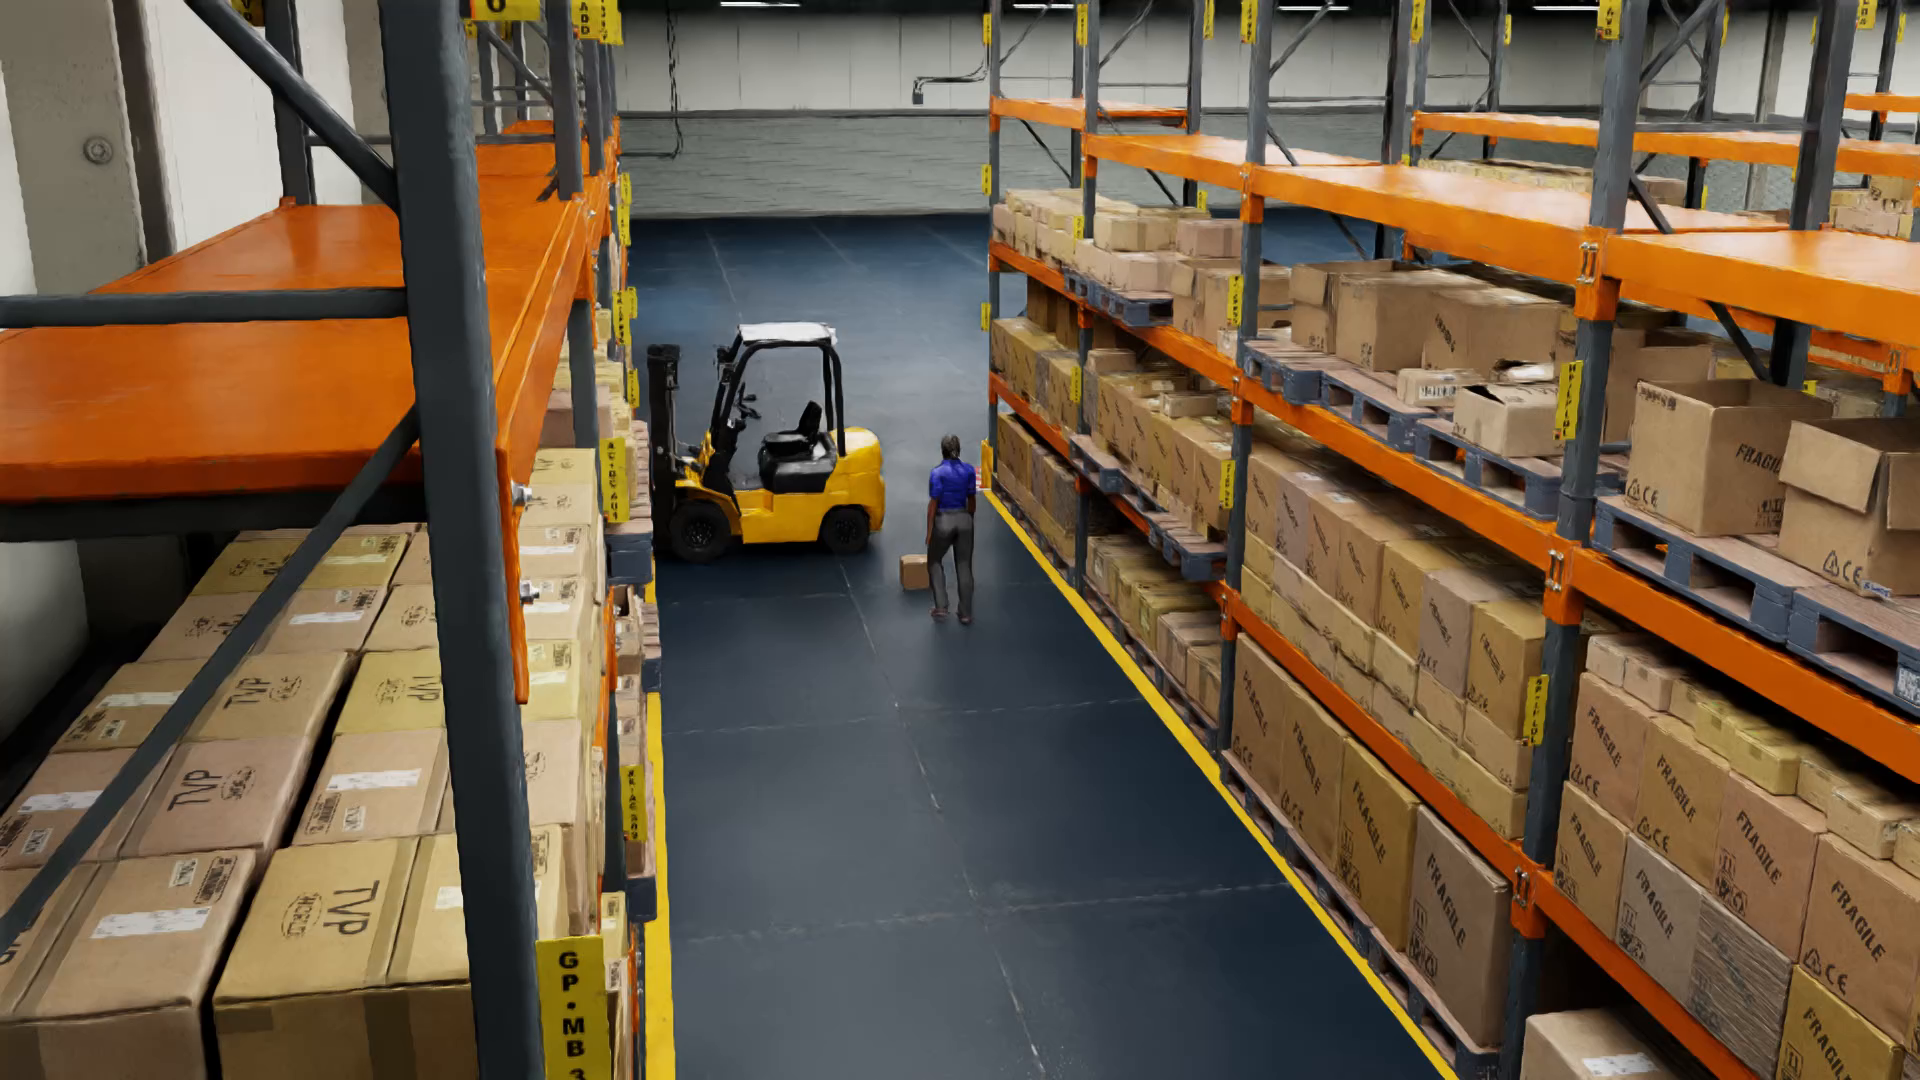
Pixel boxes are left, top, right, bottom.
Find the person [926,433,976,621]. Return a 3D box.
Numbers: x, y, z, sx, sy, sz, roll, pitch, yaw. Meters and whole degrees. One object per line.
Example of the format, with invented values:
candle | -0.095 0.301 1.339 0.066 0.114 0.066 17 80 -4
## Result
person | -0.086 -0.110 14.373 0.490 1.652 0.403 -7 18 -23
